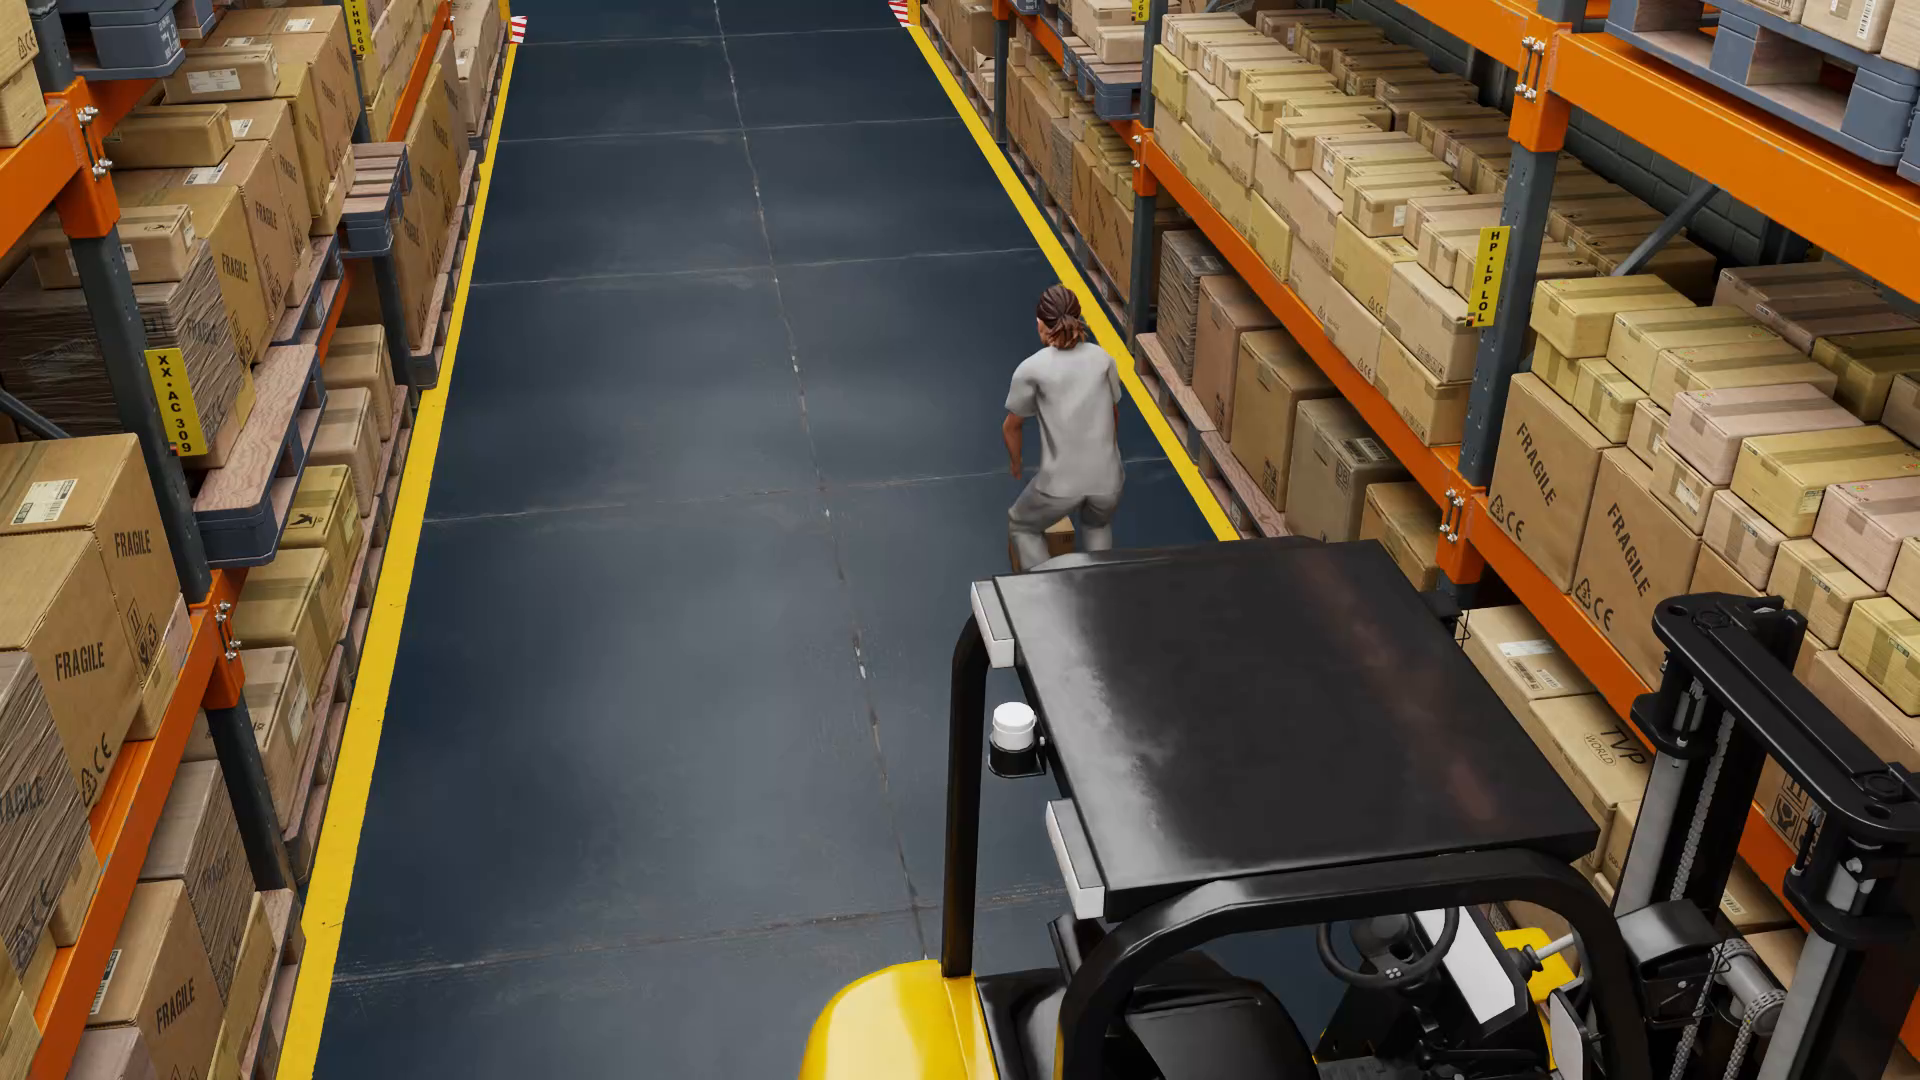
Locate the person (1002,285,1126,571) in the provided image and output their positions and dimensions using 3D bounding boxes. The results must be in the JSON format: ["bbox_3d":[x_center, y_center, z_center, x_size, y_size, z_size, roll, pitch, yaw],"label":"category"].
[{"bbox_3d":[0.422,-0.265,6.835,0.488,1.420,0.575,-5,31,-8],"label":"person"}]
